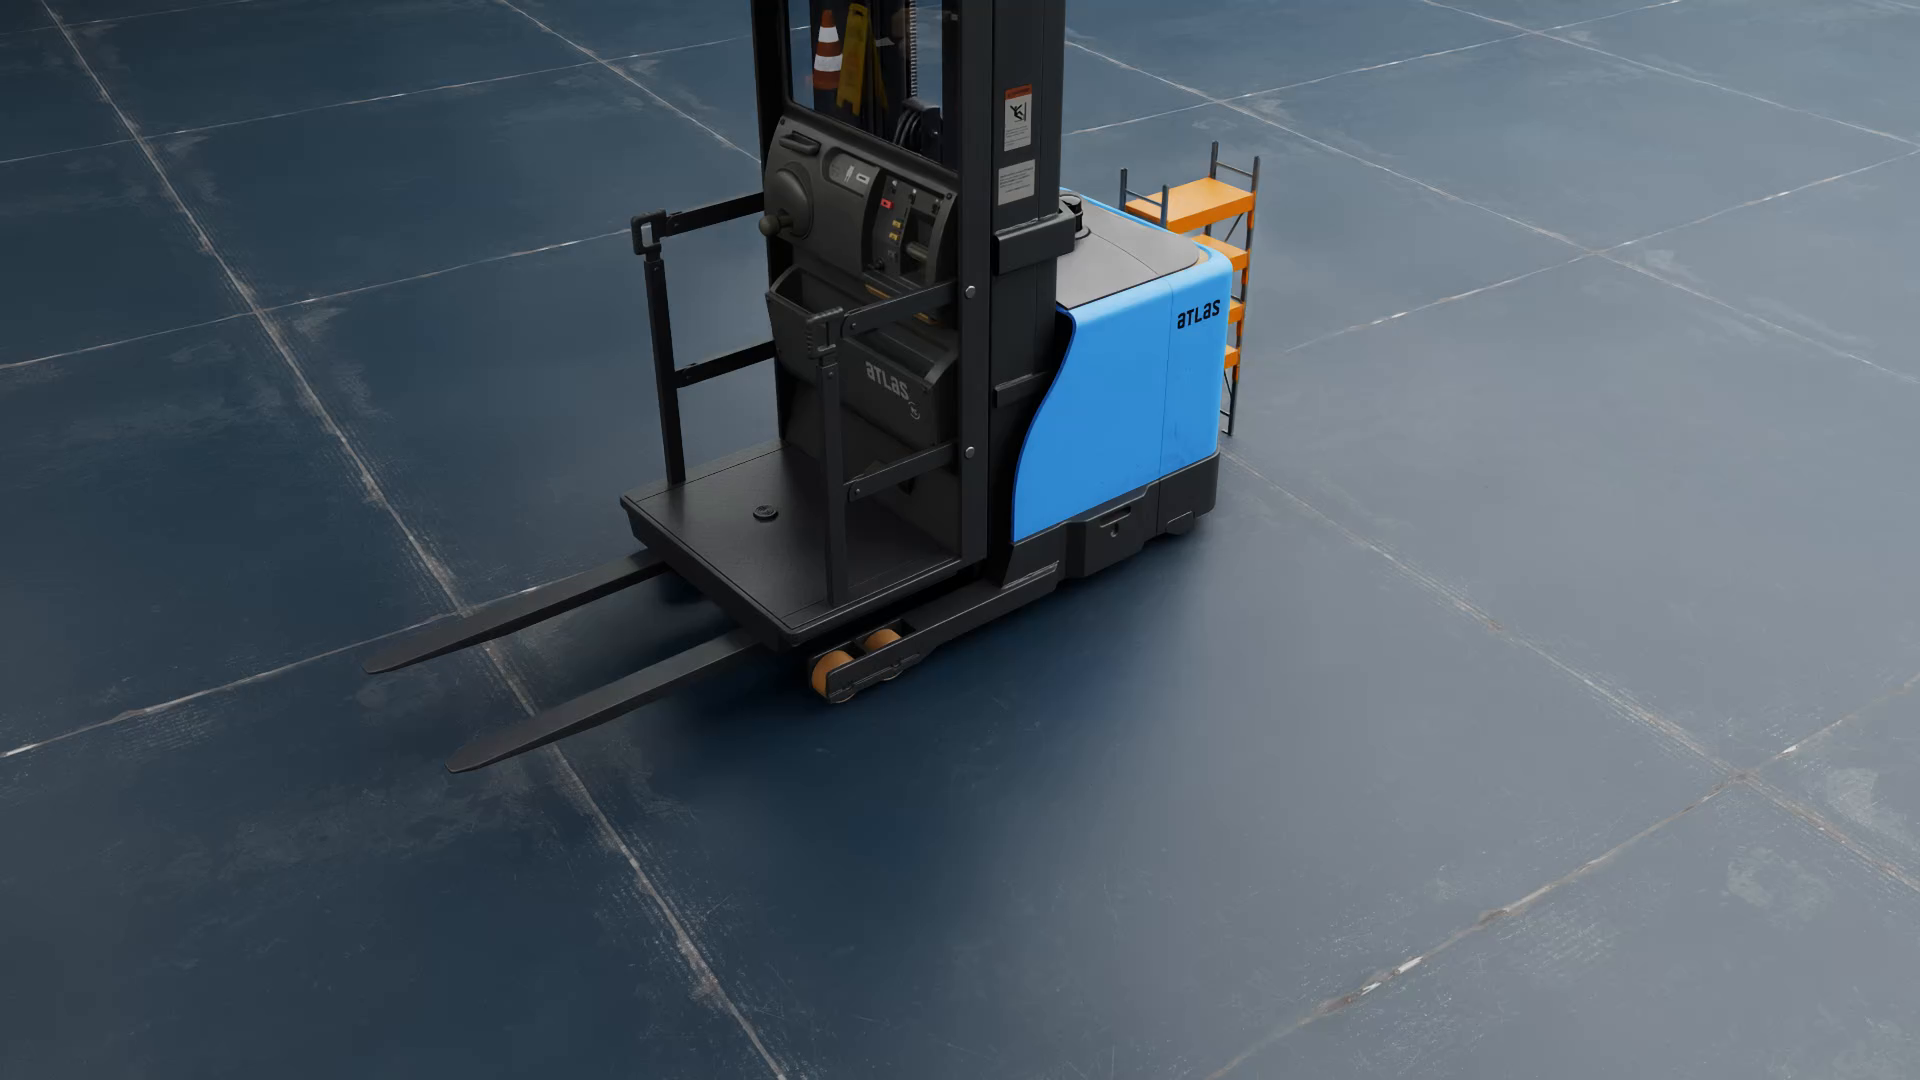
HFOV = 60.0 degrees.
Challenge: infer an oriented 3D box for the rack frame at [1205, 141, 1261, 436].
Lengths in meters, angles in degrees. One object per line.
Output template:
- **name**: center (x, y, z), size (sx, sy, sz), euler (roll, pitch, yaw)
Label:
- **rack frame**: center (1.060, -0.993, 6.700), size (0.015, 1.200, 0.240), euler (-23, 39, -32)

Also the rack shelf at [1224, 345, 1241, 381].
- **rack shelf**: center (0.871, -0.687, 6.712), size (0.480, 0.148, 0.258), euler (-23, 39, -32)

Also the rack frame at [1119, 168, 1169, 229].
- **rack frame**: center (0.681, -0.830, 6.440), size (0.015, 1.200, 0.240), euler (-23, 39, -32)

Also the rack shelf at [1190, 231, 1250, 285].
- **rack shelf**: center (0.871, -1.044, 6.487), size (0.480, 0.148, 0.258), euler (-23, 39, -32)

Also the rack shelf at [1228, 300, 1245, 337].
- **rack shelf**: center (0.871, -0.855, 6.606), size (0.480, 0.148, 0.258), euler (-23, 39, -32)

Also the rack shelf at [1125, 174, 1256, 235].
- **rack shelf**: center (0.871, -1.244, 6.361), size (0.480, 0.148, 0.258), euler (-23, 39, -32)

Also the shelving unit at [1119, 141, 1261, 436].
- **shelving unit**: center (0.871, -0.911, 6.570), size (0.503, 1.200, 0.258), euler (-23, 39, -32)

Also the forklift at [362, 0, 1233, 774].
- **forklift**: center (-0.491, -1.028, 5.133), size (3.031, 2.935, 1.130), euler (-23, 39, -32)
